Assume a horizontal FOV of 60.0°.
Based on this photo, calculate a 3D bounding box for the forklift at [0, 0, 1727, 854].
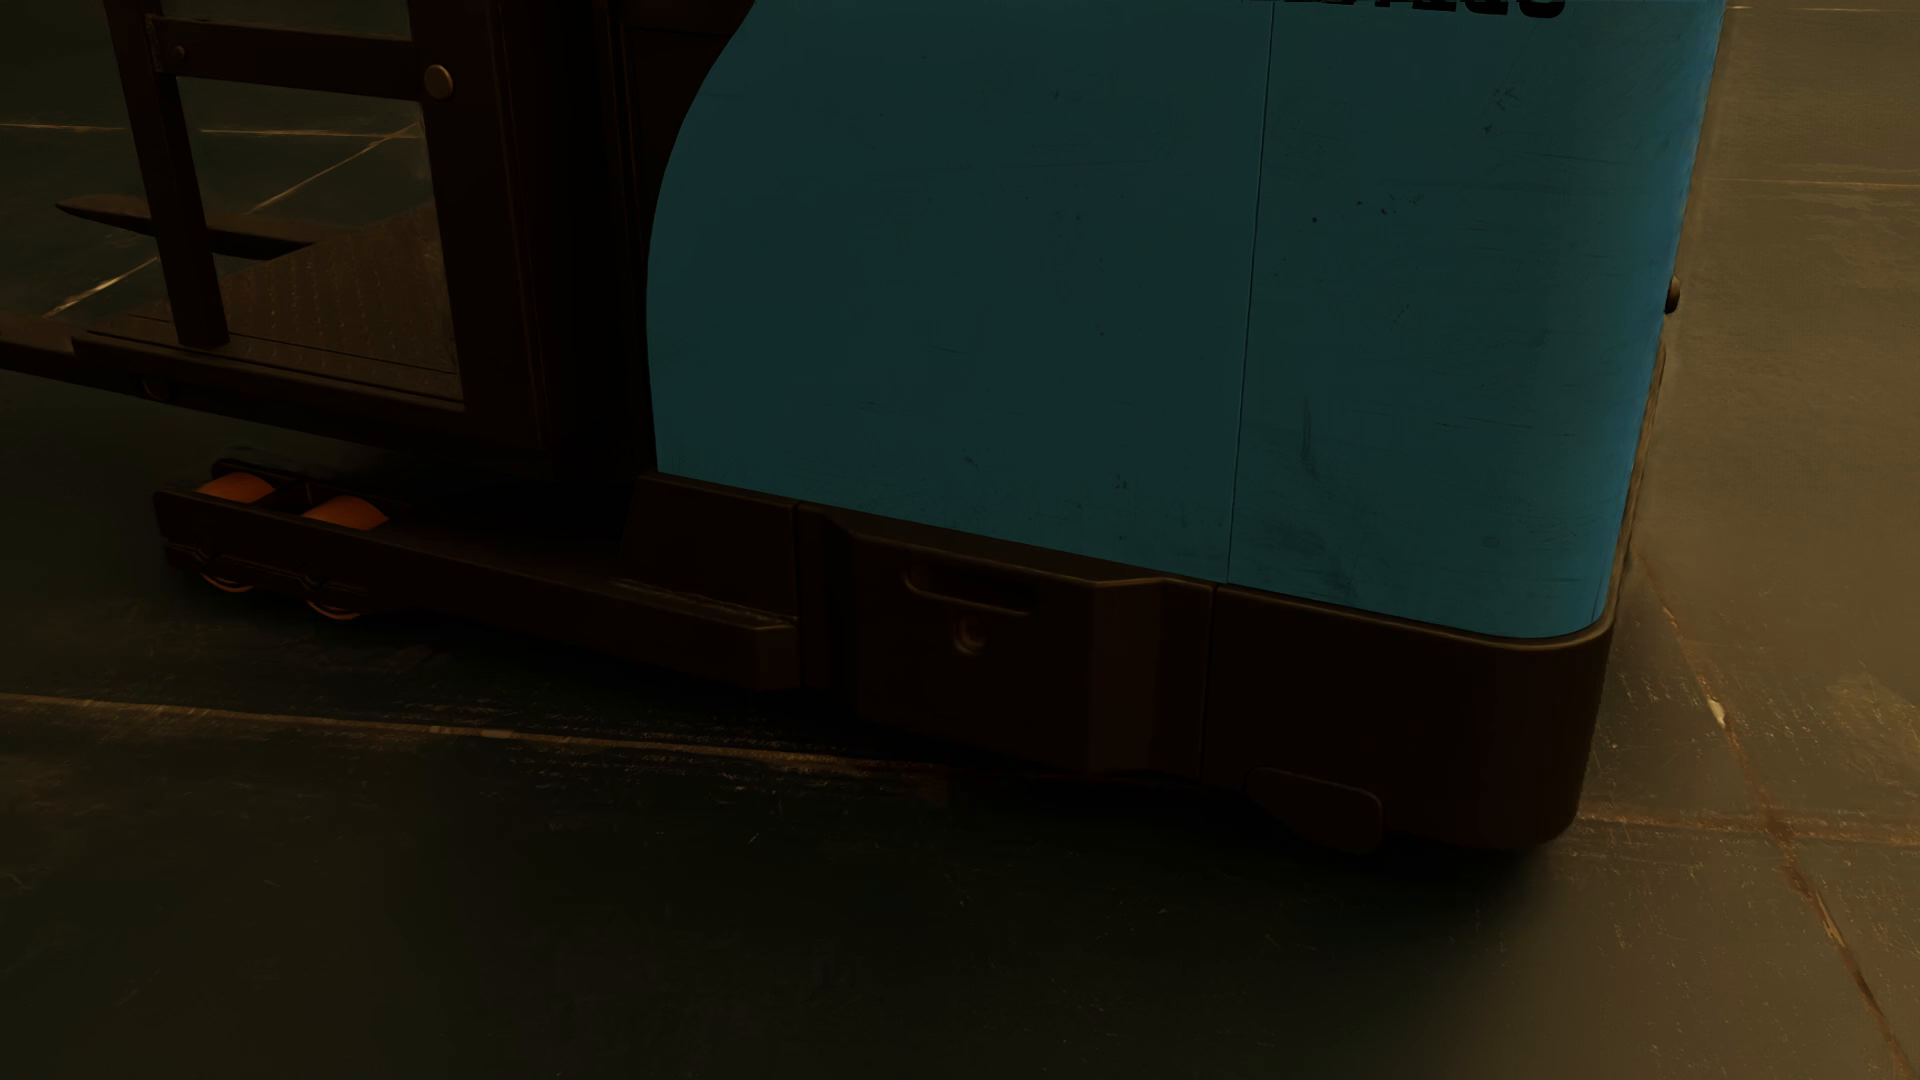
[{"bbox_3d":[-0.562,-1.404,2.030,3.031,2.935,1.130,11,29,21],"label":"forklift"}]
